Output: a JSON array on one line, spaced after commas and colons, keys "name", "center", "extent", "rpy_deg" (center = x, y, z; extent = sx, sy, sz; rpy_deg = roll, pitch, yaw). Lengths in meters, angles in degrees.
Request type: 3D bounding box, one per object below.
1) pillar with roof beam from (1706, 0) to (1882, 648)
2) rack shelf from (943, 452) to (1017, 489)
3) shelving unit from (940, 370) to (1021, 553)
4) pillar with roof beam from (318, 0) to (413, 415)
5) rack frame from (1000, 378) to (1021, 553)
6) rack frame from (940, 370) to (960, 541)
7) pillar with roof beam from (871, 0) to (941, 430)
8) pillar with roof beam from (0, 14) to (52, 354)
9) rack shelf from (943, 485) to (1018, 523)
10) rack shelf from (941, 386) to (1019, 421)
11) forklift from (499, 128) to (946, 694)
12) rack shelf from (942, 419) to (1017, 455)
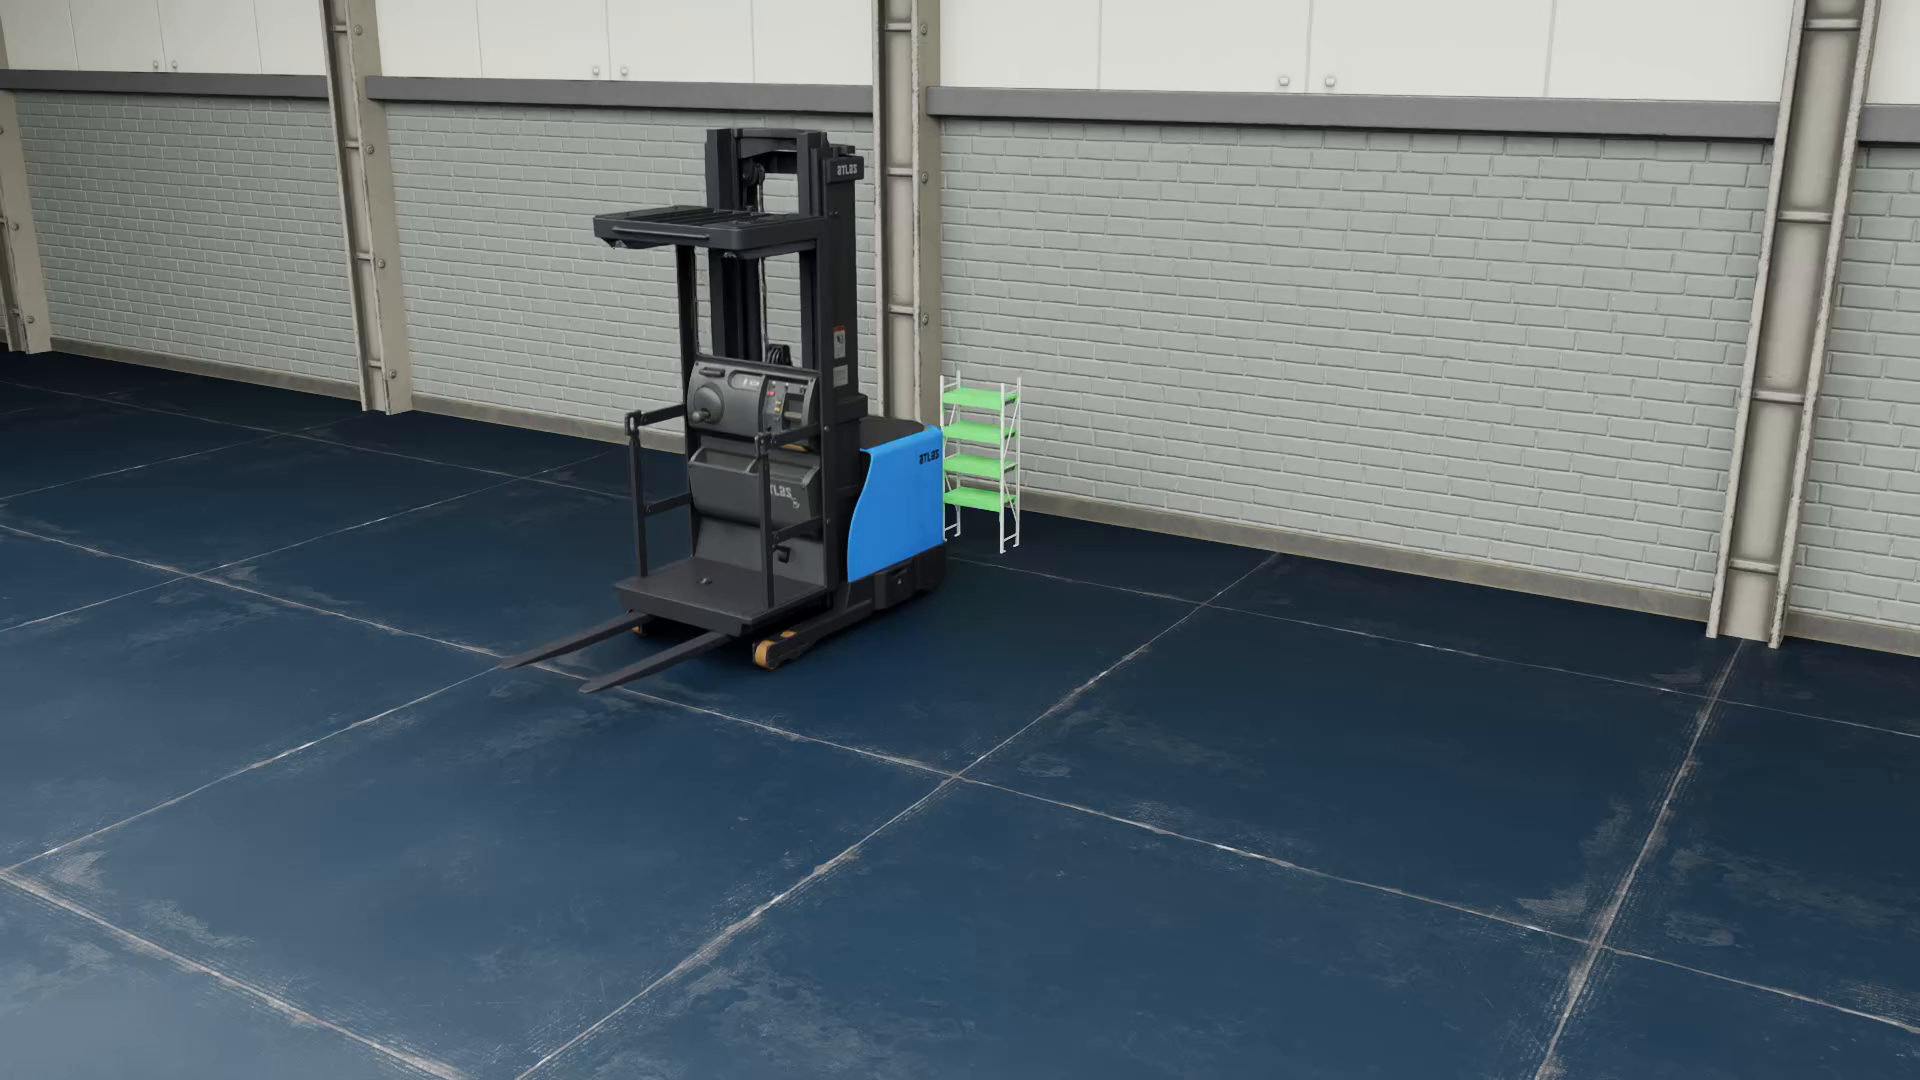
[{"name": "pillar with roof beam", "center": [2.470, -2.669, 5.184], "extent": [0.400, 9.000, 9.100], "rpy_deg": [10, 20, 30]}, {"name": "rack shelf", "center": [0.141, -0.488, 11.643], "extent": [0.480, 0.148, 0.258], "rpy_deg": [10, 20, 30]}, {"name": "shelving unit", "center": [0.141, -0.549, 11.624], "extent": [0.503, 1.200, 0.258], "rpy_deg": [10, 20, 30]}, {"name": "pillar with roof beam", "center": [-7.755, -4.494, 11.193], "extent": [0.400, 9.000, 9.100], "rpy_deg": [10, 20, 30]}, {"name": "rack frame", "center": [0.349, -0.512, 11.502], "extent": [0.015, 1.200, 0.240], "rpy_deg": [10, 20, 30]}, {"name": "rack frame", "center": [-0.067, -0.586, 11.746], "extent": [0.015, 1.200, 0.240], "rpy_deg": [10, 20, 30]}, {"name": "pillar with roof beam", "center": [-2.642, -3.581, 8.189], "extent": [0.400, 9.000, 9.100], "rpy_deg": [10, 20, 30]}, {"name": "pillar with roof beam", "center": [-12.868, -5.407, 14.198], "extent": [0.400, 9.000, 9.100], "rpy_deg": [10, 20, 30]}, {"name": "rack shelf", "center": [0.141, -0.258, 11.712], "extent": [0.480, 0.148, 0.258], "rpy_deg": [10, 20, 30]}, {"name": "rack shelf", "center": [0.141, -0.947, 11.503], "extent": [0.480, 0.148, 0.258], "rpy_deg": [10, 20, 30]}, {"name": "forklift", "center": [-1.339, -0.823, 9.548], "extent": [1.130, 2.935, 3.031], "rpy_deg": [11, 20, 33]}, {"name": "rack shelf", "center": [0.141, -0.717, 11.573], "extent": [0.480, 0.148, 0.258], "rpy_deg": [10, 20, 30]}]
